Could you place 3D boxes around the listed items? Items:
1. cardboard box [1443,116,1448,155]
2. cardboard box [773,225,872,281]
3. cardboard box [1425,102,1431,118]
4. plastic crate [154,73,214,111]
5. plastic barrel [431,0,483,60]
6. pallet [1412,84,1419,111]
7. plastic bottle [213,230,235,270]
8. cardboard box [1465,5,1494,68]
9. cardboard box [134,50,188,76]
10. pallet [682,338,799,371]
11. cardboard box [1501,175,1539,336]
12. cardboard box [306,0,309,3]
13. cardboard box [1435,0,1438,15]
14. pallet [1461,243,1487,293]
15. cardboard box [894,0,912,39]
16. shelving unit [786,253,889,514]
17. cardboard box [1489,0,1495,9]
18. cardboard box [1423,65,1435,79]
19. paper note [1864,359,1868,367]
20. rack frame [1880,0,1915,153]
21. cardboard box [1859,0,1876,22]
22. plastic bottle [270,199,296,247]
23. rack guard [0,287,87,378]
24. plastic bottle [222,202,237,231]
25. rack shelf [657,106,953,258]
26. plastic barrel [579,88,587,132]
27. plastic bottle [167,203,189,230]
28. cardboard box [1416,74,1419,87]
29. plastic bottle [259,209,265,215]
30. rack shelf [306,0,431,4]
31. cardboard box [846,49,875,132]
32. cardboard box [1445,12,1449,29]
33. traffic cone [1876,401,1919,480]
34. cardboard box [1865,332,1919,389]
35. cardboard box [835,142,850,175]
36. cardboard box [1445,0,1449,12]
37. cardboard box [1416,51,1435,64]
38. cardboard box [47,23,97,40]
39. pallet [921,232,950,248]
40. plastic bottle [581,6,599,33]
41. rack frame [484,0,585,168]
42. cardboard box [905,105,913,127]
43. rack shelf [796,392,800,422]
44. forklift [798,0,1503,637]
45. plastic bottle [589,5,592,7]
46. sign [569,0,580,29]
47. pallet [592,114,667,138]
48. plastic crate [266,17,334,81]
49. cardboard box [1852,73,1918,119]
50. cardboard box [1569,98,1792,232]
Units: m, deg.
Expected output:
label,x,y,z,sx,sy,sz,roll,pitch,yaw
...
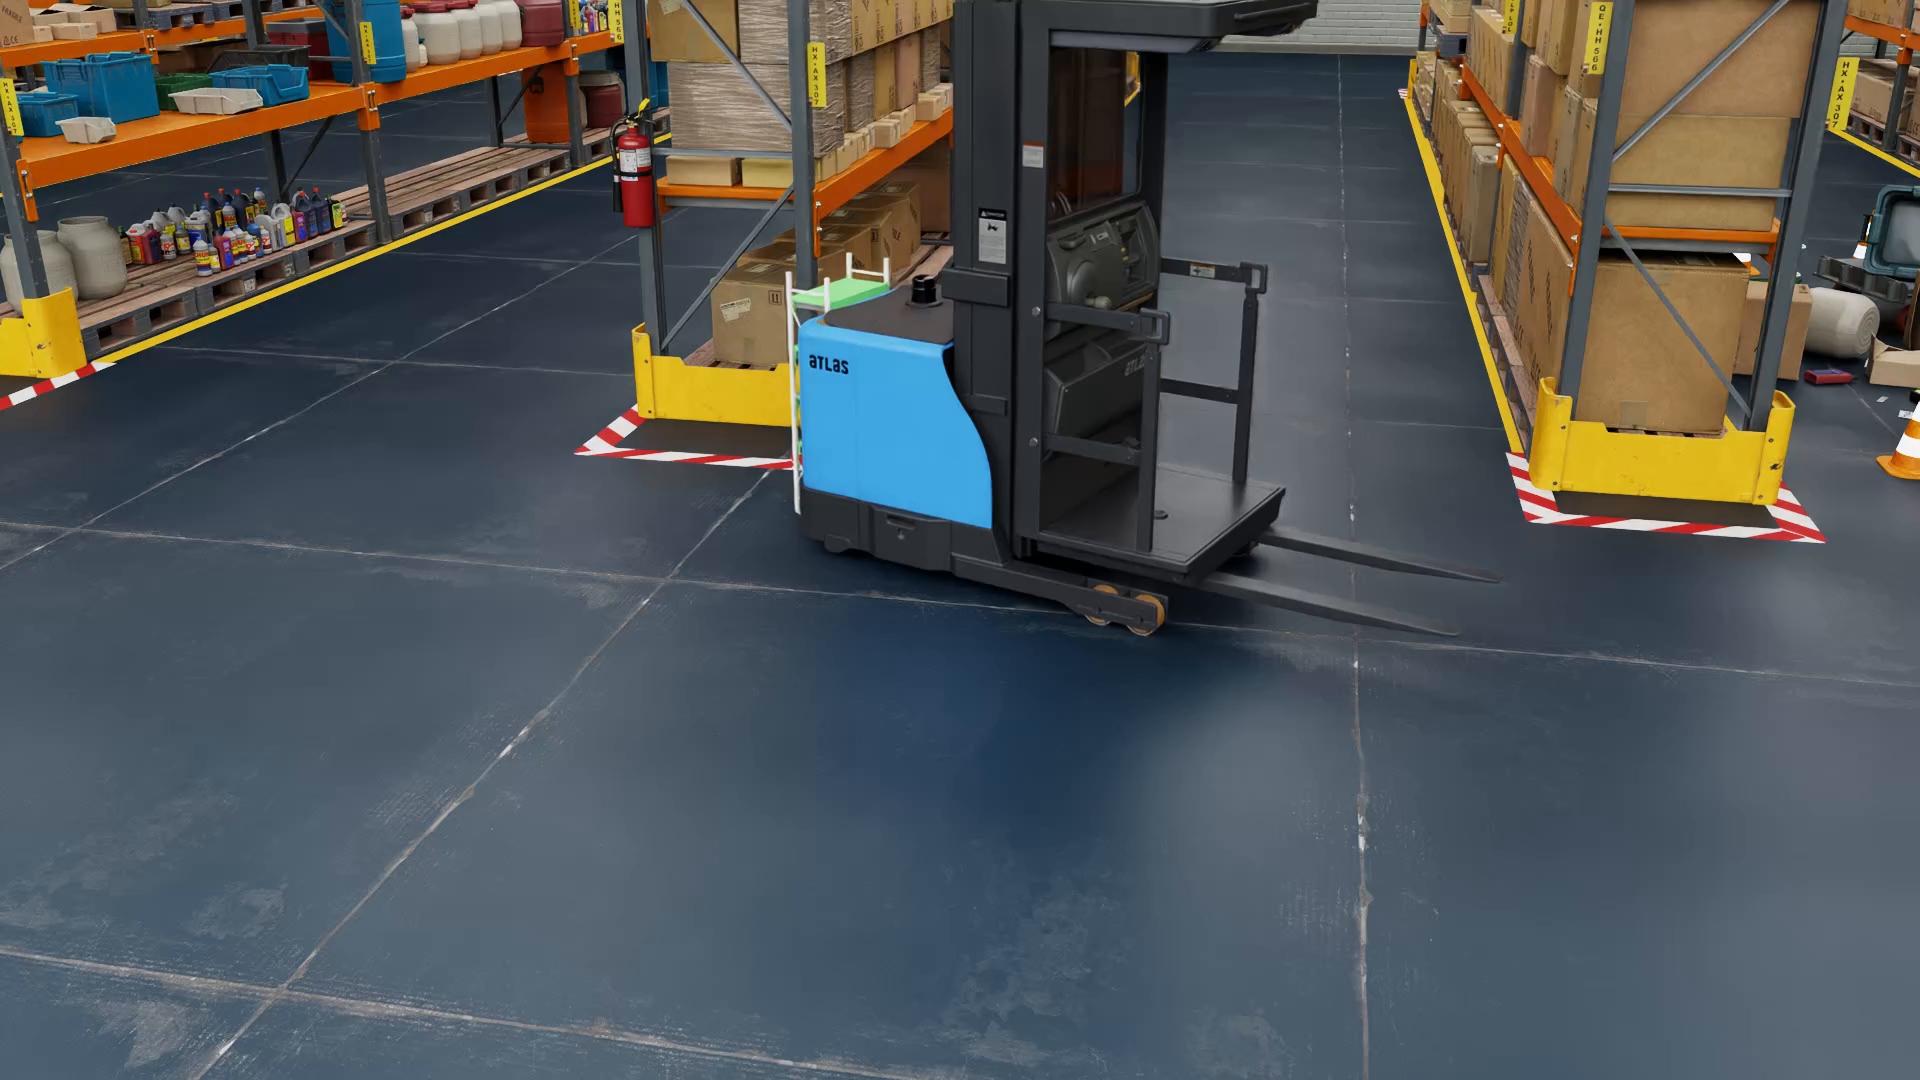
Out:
label,x,y,z,sx,sy,sz,roll,pitch,yaw
cardboard box,5.166,-4.088,16.774,0.500,0.500,0.500,5,23,13
cardboard box,-0.911,-1.803,11.100,0.500,0.500,0.500,7,23,16
cardboard box,5.741,-5.108,19.774,0.380,0.149,0.250,5,22,12
plastic crate,-5.875,-3.359,12.463,0.450,0.188,0.662,4,22,11
plastic barrel,-4.674,-4.755,15.464,0.433,0.535,0.433,0,22,0
pallet,6.594,-5.913,22.253,1.003,0.211,1.213,4,22,11
plastic bottle,-5.399,-2.135,12.185,0.061,0.283,0.133,5,22,12
cardboard box,4.822,-4.506,14.892,0.500,0.500,0.500,5,22,12
cardboard box,-9.386,-5.548,19.367,0.500,0.250,0.500,5,23,13
pallet,-1.074,-1.121,10.354,1.003,0.211,1.213,4,22,11
cardboard box,3.985,-1.795,10.576,0.875,0.875,0.875,5,22,11
cardboard box,-8.687,-7.486,22.292,0.500,0.500,0.500,5,22,12
cardboard box,5.254,-5.657,17.659,0.380,0.149,0.250,3,22,9
pallet,4.445,-2.134,12.871,1.003,0.211,1.213,4,22,11
cardboard box,-0.605,-3.469,10.582,0.500,0.500,0.500,4,22,11
shelving unit,-0.577,-0.746,8.101,0.258,1.200,0.503,13,25,29
cardboard box,5.076,-4.950,14.656,0.700,0.500,0.500,4,22,11
cardboard box,6.006,-5.847,20.813,0.380,0.149,0.250,4,22,9
paper note,5.876,-1.123,10.611,0.172,0.023,0.155,13,25,29
rack frame,10.861,-5.725,18.054,1.000,3.000,0.127,4,22,11
cardboard box,10.893,-6.334,19.433,0.500,0.500,0.500,4,22,10
plastic bottle,-5.276,-2.462,12.909,0.144,0.351,0.185,4,22,11
rack guard,-6.169,-1.342,10.516,1.175,0.500,0.348,4,22,11
plastic bottle,-5.804,-2.545,13.222,0.097,0.271,0.097,0,22,0
rack shelf,-0.881,-2.490,10.984,1.077,0.370,4.000,4,22,11
plastic barrel,-4.395,-4.830,18.599,0.421,0.512,0.421,0,22,0
plastic bottle,-6.018,-2.420,12.804,0.144,0.351,0.185,4,22,10
cardboard box,6.390,-6.234,22.571,0.380,0.149,0.250,5,22,12
plastic bottle,-5.382,-2.429,12.917,0.061,0.283,0.133,4,22,11
rack shelf,-8.130,-7.635,23.759,1.077,0.370,4.000,4,22,11
cardboard box,-1.022,-2.847,10.376,0.875,0.500,0.500,4,22,11
cardboard box,4.881,-4.987,15.996,0.380,0.149,0.250,4,22,11
traffic cone,5.044,-0.586,8.690,0.336,0.463,0.334,4,22,11
cardboard box,5.814,-1.103,10.236,0.396,0.266,0.258,8,23,20
cardboard box,-0.863,-2.242,9.741,0.380,0.149,0.250,4,22,11
cardboard box,4.937,-5.229,16.197,0.380,0.149,0.250,5,22,12
cardboard box,6.371,-6.511,22.463,0.380,0.149,0.250,3,22,8
cardboard box,-9.267,-5.308,17.354,0.380,0.149,0.250,4,22,11
pallet,-0.316,-2.546,13.894,1.003,0.211,1.213,4,22,11
plastic bottle,-4.007,-5.641,18.010,0.152,0.276,0.135,4,22,11
rack frame,-4.506,-5.395,17.235,1.000,3.000,0.127,4,22,11
cardboard box,-0.533,-2.884,11.336,0.380,0.149,0.250,4,22,11
rack shelf,-0.577,-0.687,8.125,0.258,0.148,0.480,13,25,29
forklift,0.785,-1.191,6.887,3.031,2.935,1.130,13,25,29
plastic bottle,-4.016,-5.684,18.123,0.097,0.271,0.097,0,22,0
sign,-3.966,-5.432,17.107,0.100,0.325,0.005,4,22,11
pallet,-4.135,-4.838,19.585,1.003,0.211,1.213,4,22,11
plastic crate,-5.523,-4.163,14.089,0.402,0.464,0.583,4,22,11
cardboard box,11.276,-5.281,19.817,0.875,0.438,0.875,4,22,9
cardboard box,3.577,-1.886,8.320,0.875,0.550,0.550,4,22,11
